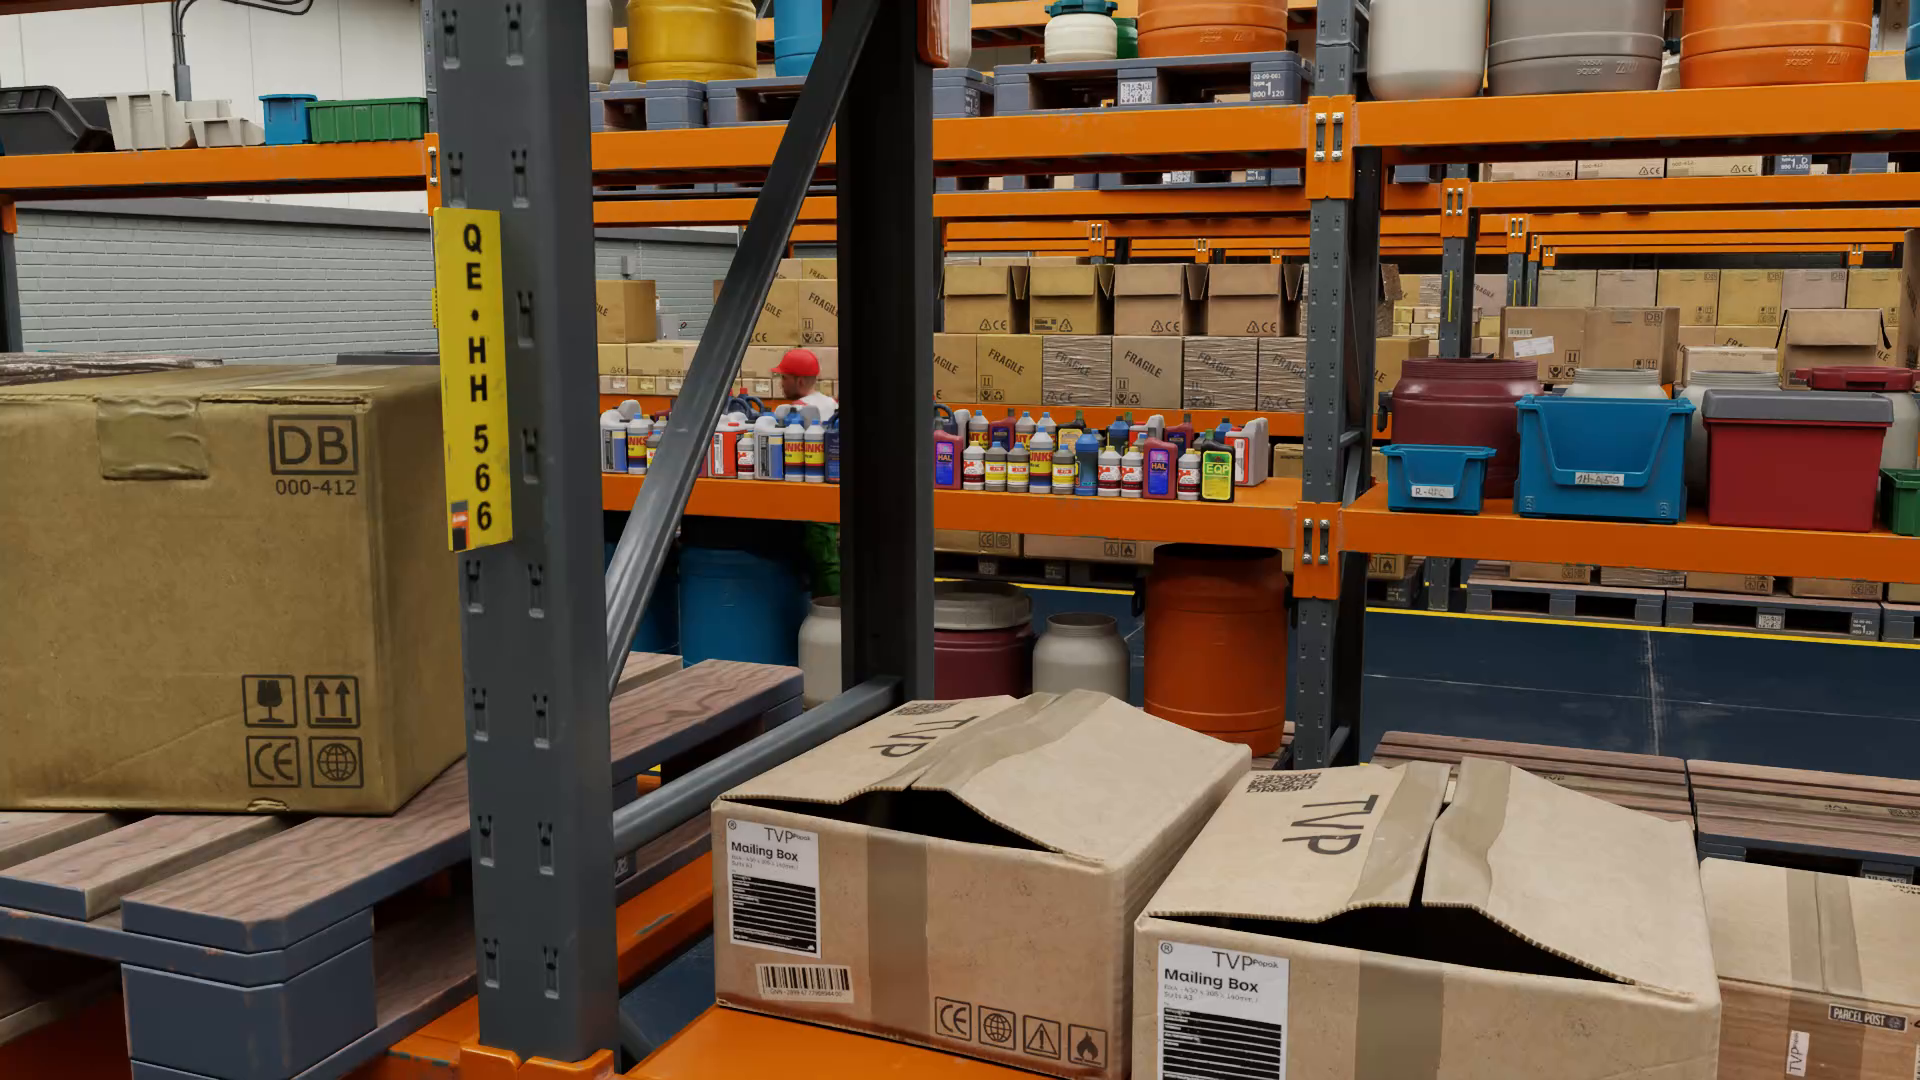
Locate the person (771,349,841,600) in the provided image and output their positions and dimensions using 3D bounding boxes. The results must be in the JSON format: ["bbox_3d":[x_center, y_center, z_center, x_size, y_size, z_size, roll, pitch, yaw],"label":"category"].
[{"bbox_3d":[-0.777,-0.164,9.449,0.537,1.836,0.618,4,9,25],"label":"person"}]
